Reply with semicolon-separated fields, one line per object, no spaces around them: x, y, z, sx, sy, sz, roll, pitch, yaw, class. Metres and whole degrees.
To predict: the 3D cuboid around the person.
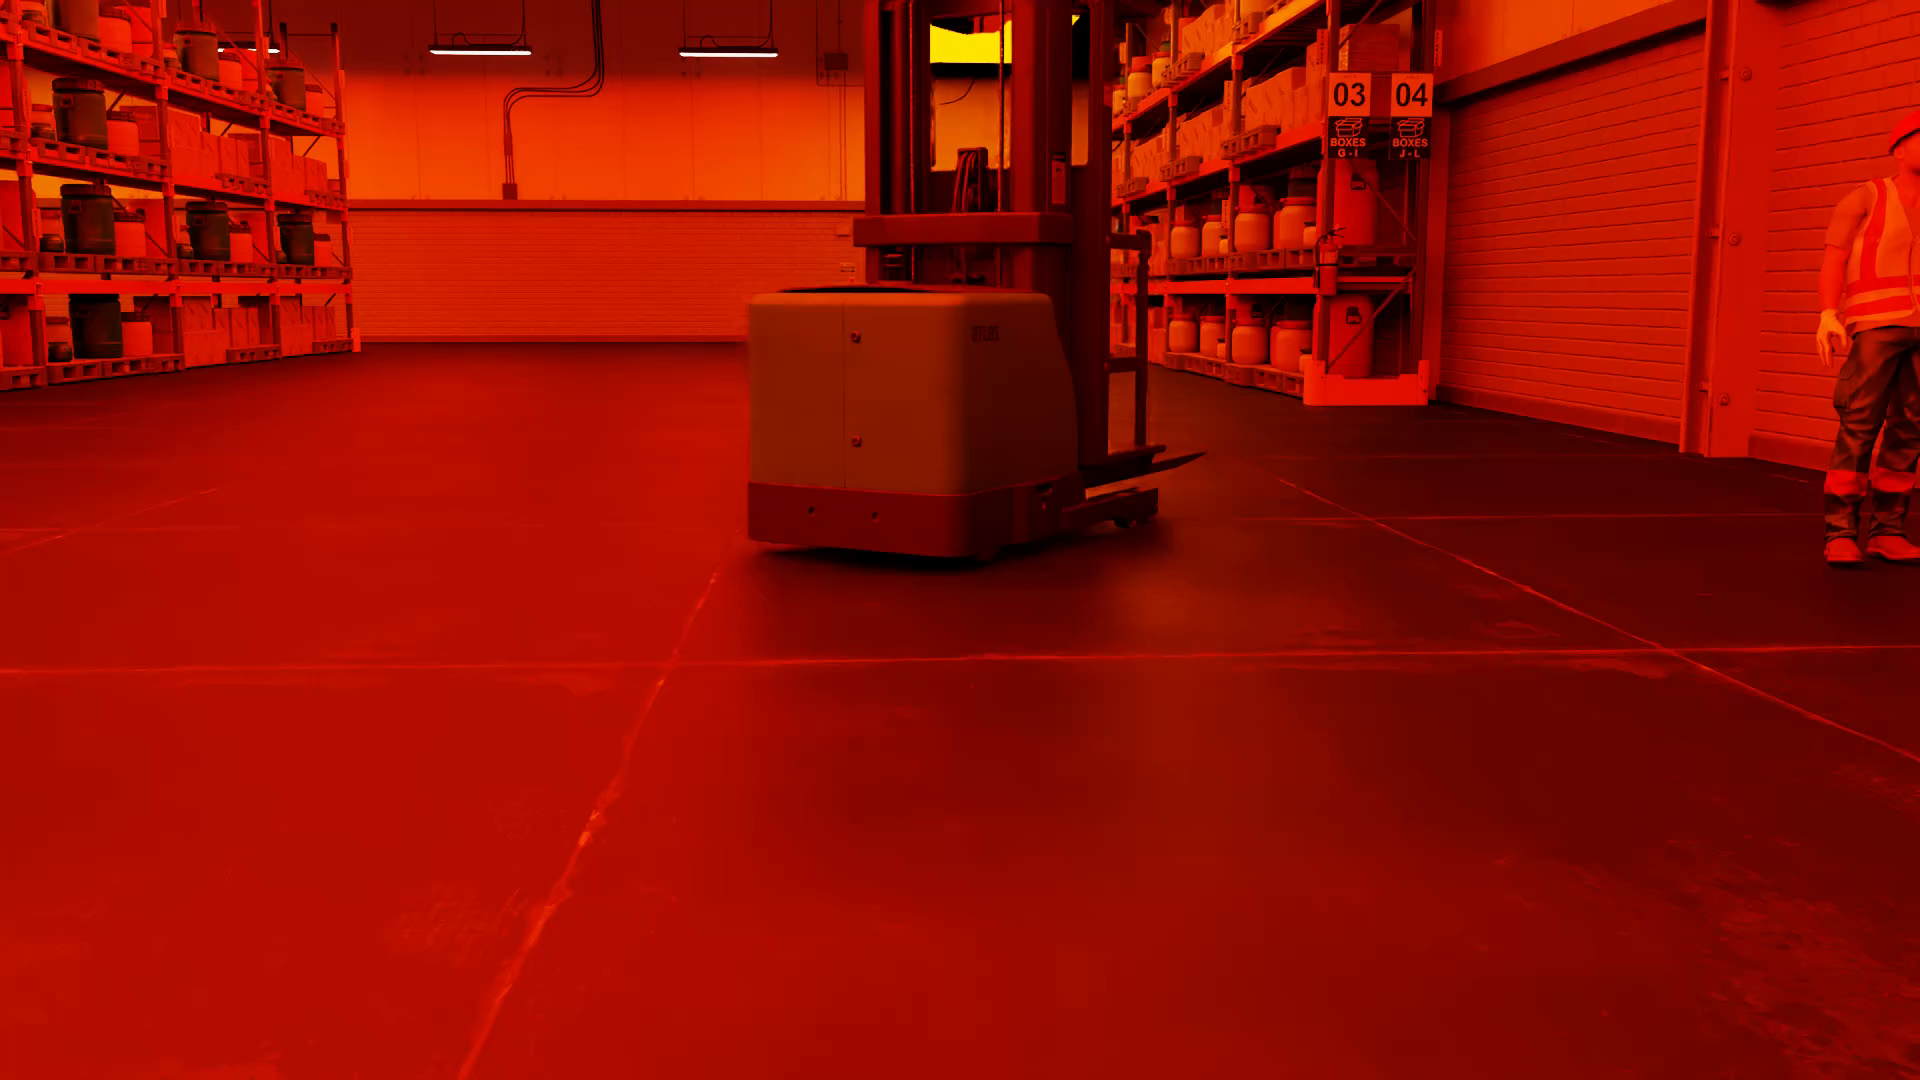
3.760;-0.807;6.608;0.639;1.787;0.565;1;8;6;person

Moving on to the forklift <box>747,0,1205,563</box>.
0.289;-1.537;7.684;1.130;2.935;3.031;5;10;29;forklift
